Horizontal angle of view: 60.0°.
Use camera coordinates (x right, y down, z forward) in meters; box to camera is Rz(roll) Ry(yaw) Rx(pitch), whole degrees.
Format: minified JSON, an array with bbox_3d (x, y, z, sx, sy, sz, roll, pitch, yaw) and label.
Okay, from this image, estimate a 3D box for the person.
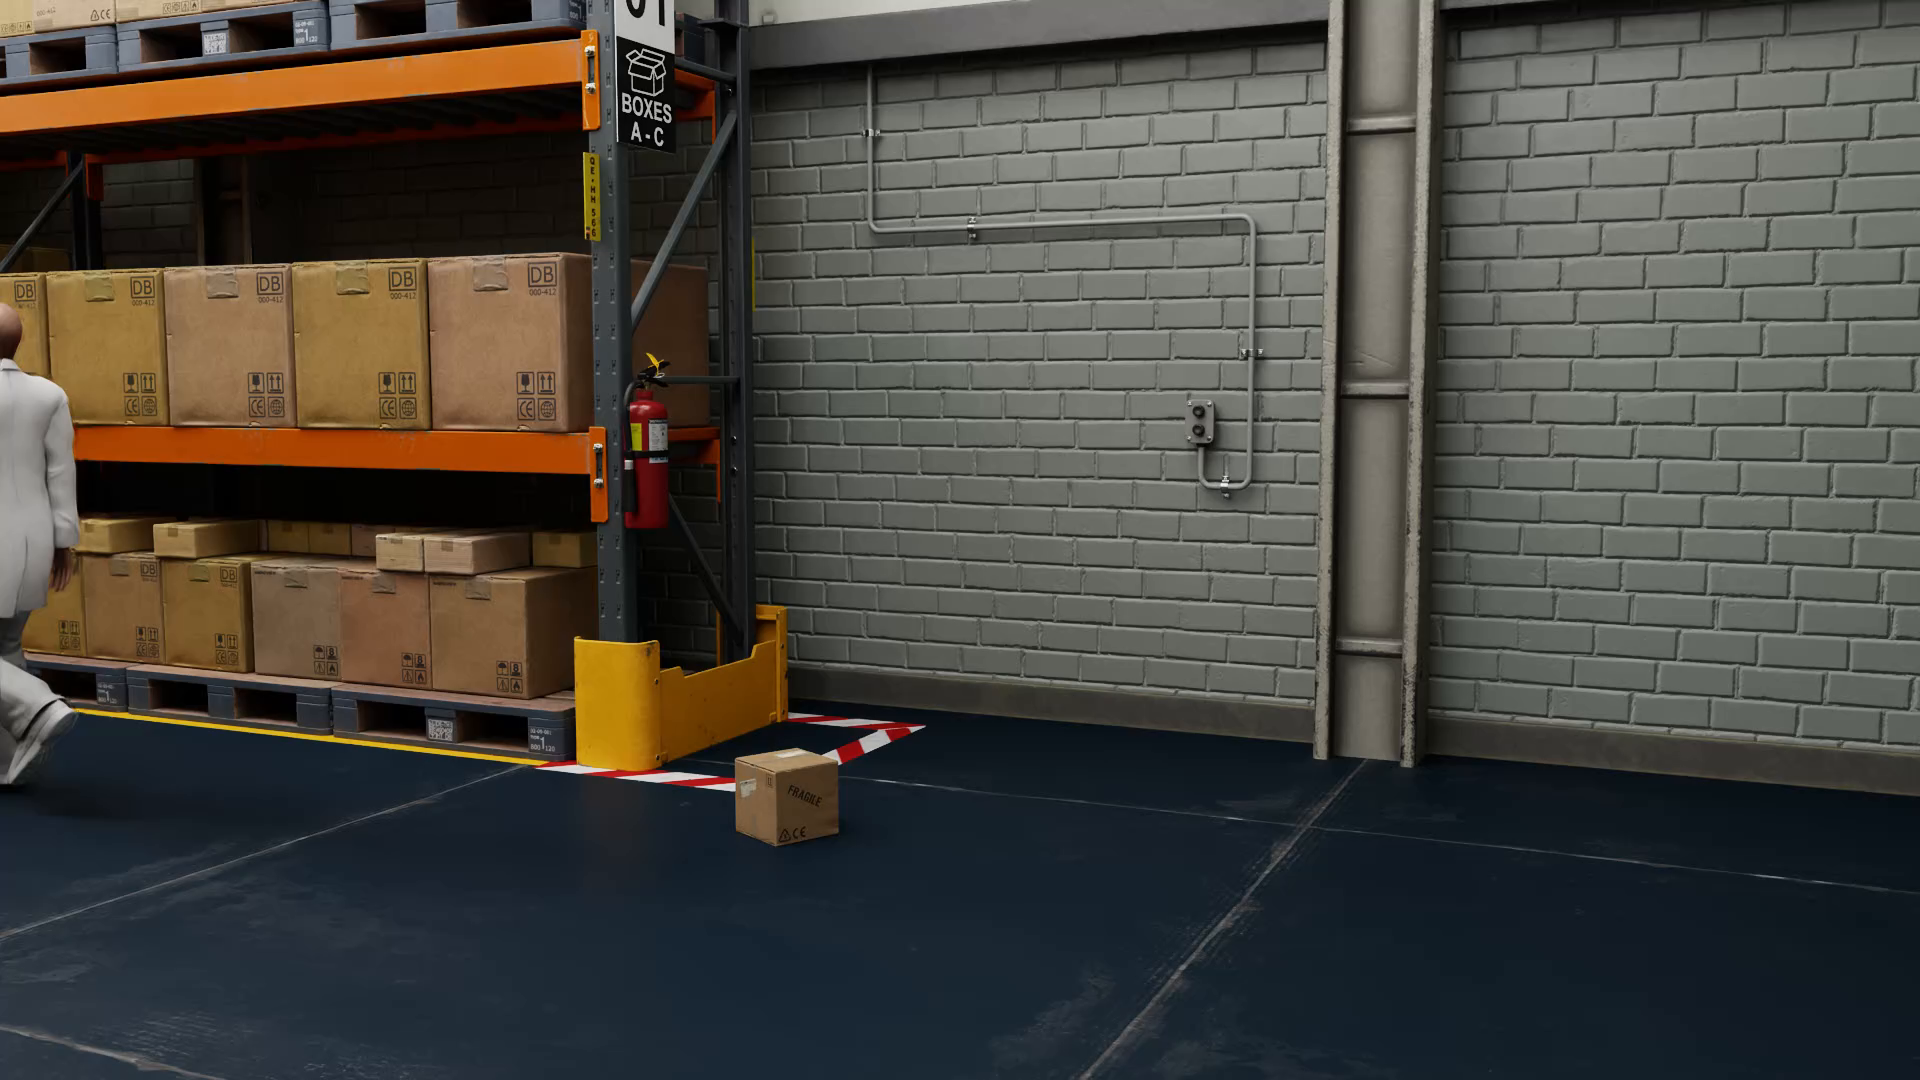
[{"bbox_3d":[-3.444,0.026,5.982,0.784,1.760,0.591,2,6,19],"label":"person"}]
